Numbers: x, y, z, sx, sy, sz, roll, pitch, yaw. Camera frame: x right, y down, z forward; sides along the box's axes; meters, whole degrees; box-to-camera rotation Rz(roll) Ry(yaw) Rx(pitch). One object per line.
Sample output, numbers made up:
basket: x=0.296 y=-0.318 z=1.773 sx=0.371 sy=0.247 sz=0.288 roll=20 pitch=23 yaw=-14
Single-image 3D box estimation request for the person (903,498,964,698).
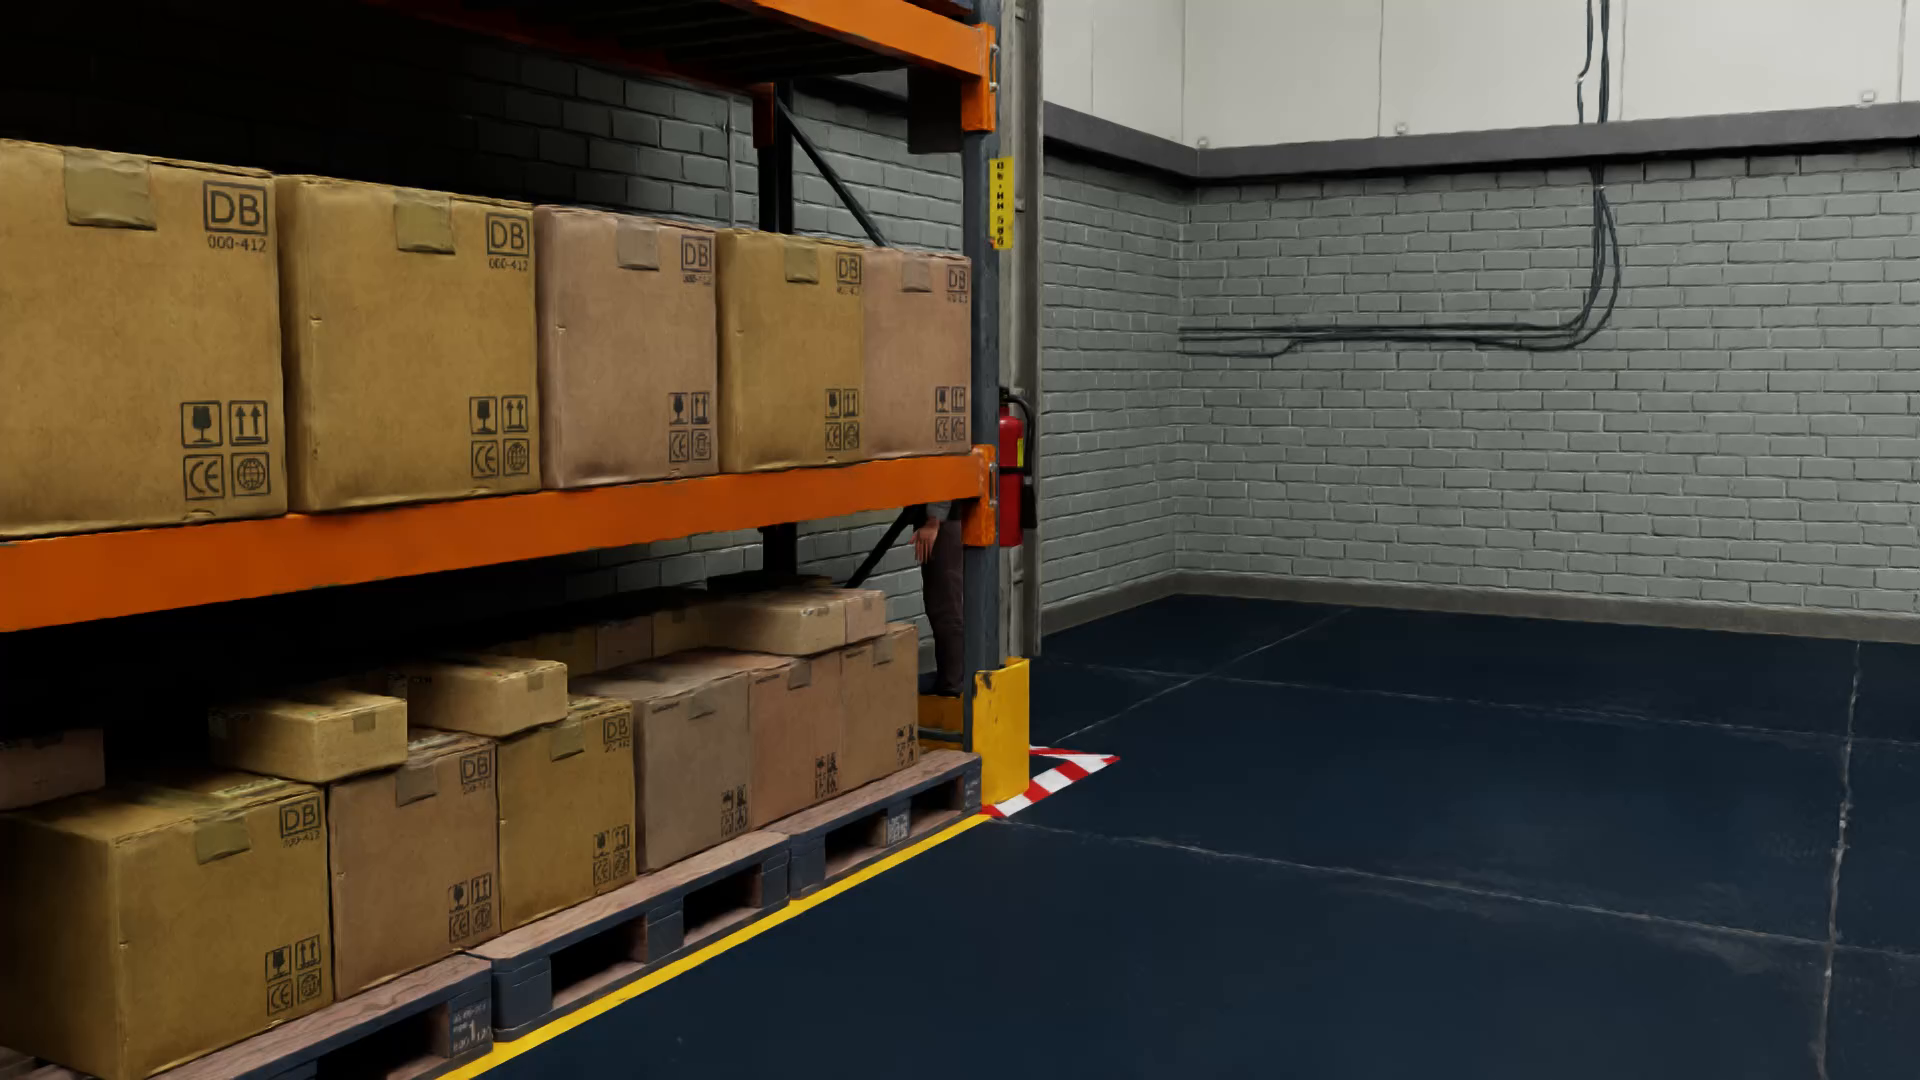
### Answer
person: x=-0.090 y=-0.056 z=7.625 sx=0.352 sy=1.725 sz=0.678 roll=0 pitch=6 yaw=0
